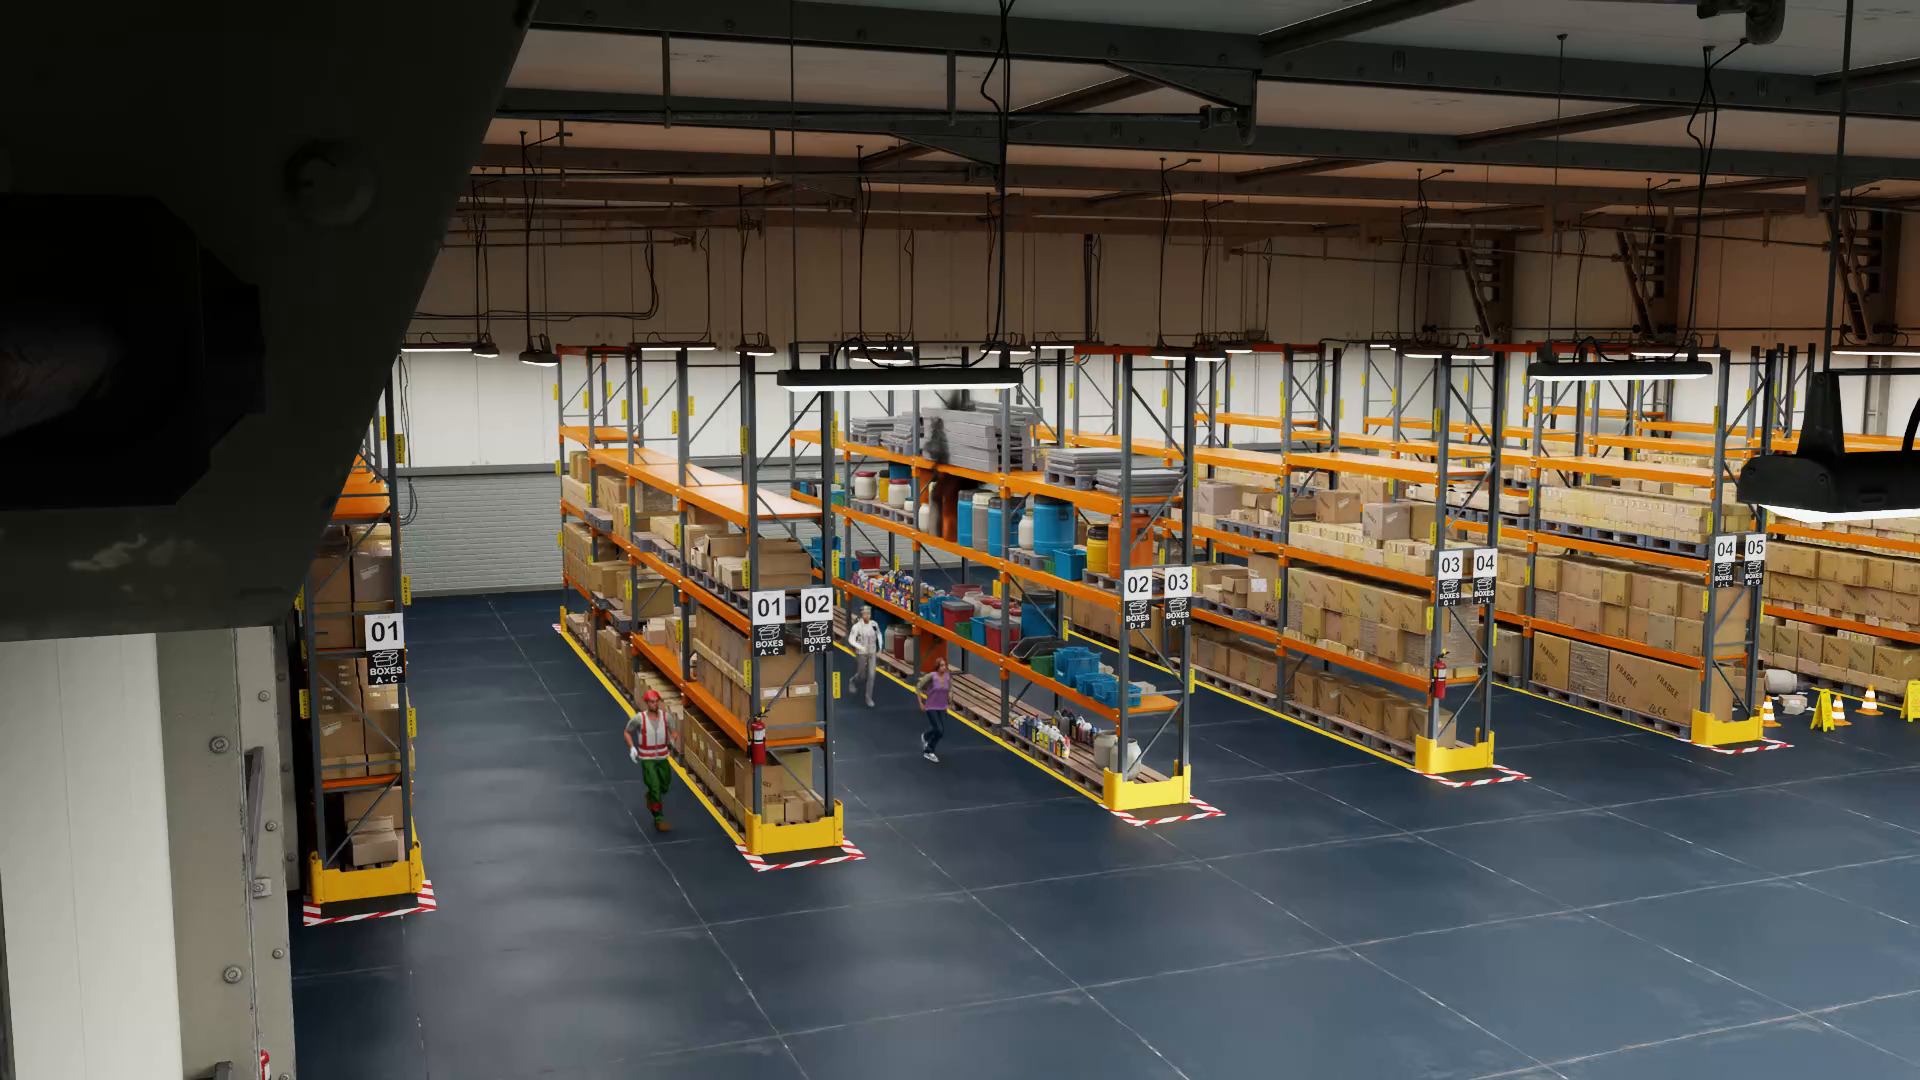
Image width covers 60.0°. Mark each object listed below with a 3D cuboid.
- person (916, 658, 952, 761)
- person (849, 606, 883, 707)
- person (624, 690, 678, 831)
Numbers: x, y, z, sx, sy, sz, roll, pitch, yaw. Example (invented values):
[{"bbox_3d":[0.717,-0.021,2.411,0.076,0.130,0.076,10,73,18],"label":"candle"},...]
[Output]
[{"bbox_3d":[-0.328,2.485,24.320,0.530,1.552,0.561,-5,9,-33],"label":"person"},{"bbox_3d":[-1.599,1.933,28.236,0.625,1.700,0.810,-3,8,-21],"label":"person"},{"bbox_3d":[-3.913,2.769,21.183,0.660,1.763,0.840,-4,8,-29],"label":"person"}]
